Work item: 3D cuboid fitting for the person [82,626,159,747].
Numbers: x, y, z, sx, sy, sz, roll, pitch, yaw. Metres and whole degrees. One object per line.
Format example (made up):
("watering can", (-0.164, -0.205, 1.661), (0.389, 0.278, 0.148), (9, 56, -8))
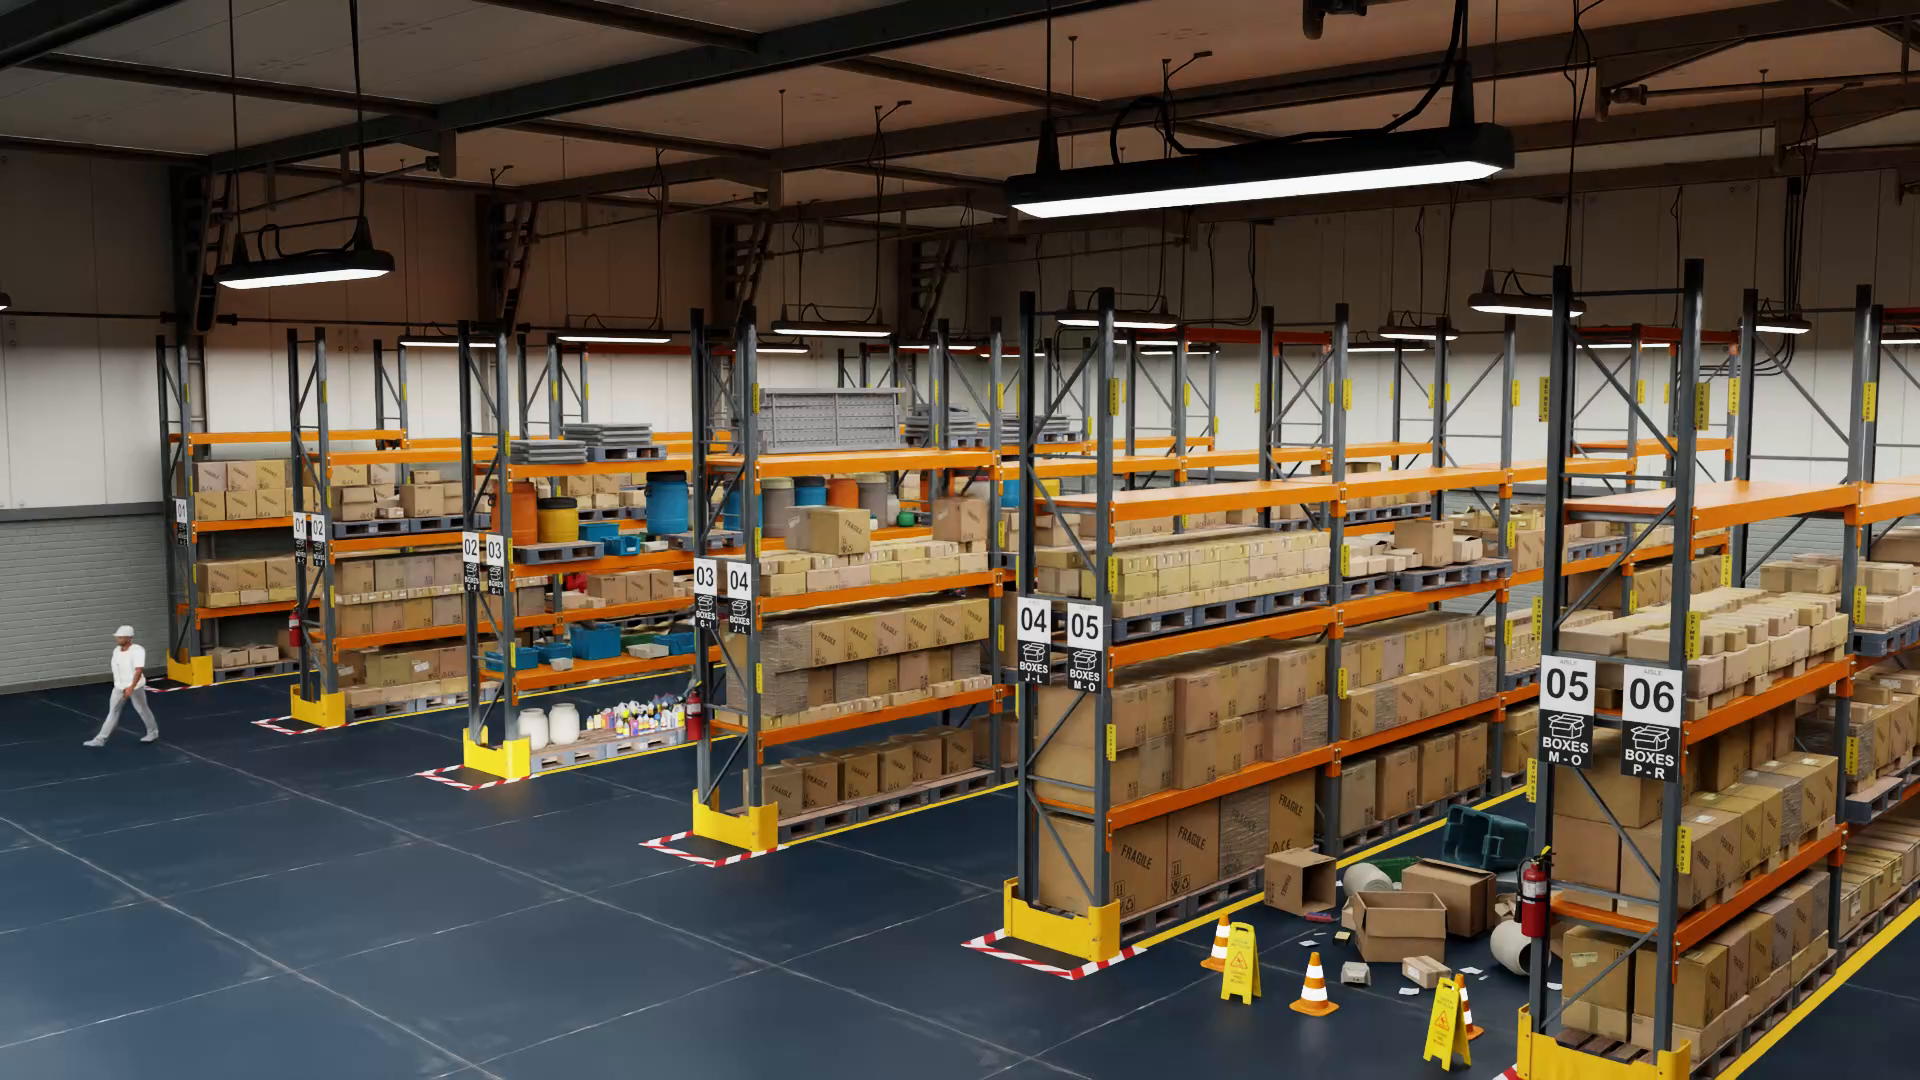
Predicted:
("person", (-11.852, 2.072, 23.558), (0.591, 1.703, 1.066), (2, 6, 16))

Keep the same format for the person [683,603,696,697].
("person", (-4.270, 1.816, 26.673), (0.512, 1.661, 0.532), (-4, 7, -37))

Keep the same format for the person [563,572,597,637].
("person", (-7.529, 1.257, 32.503), (0.658, 1.658, 1.077), (4, 6, 33))
